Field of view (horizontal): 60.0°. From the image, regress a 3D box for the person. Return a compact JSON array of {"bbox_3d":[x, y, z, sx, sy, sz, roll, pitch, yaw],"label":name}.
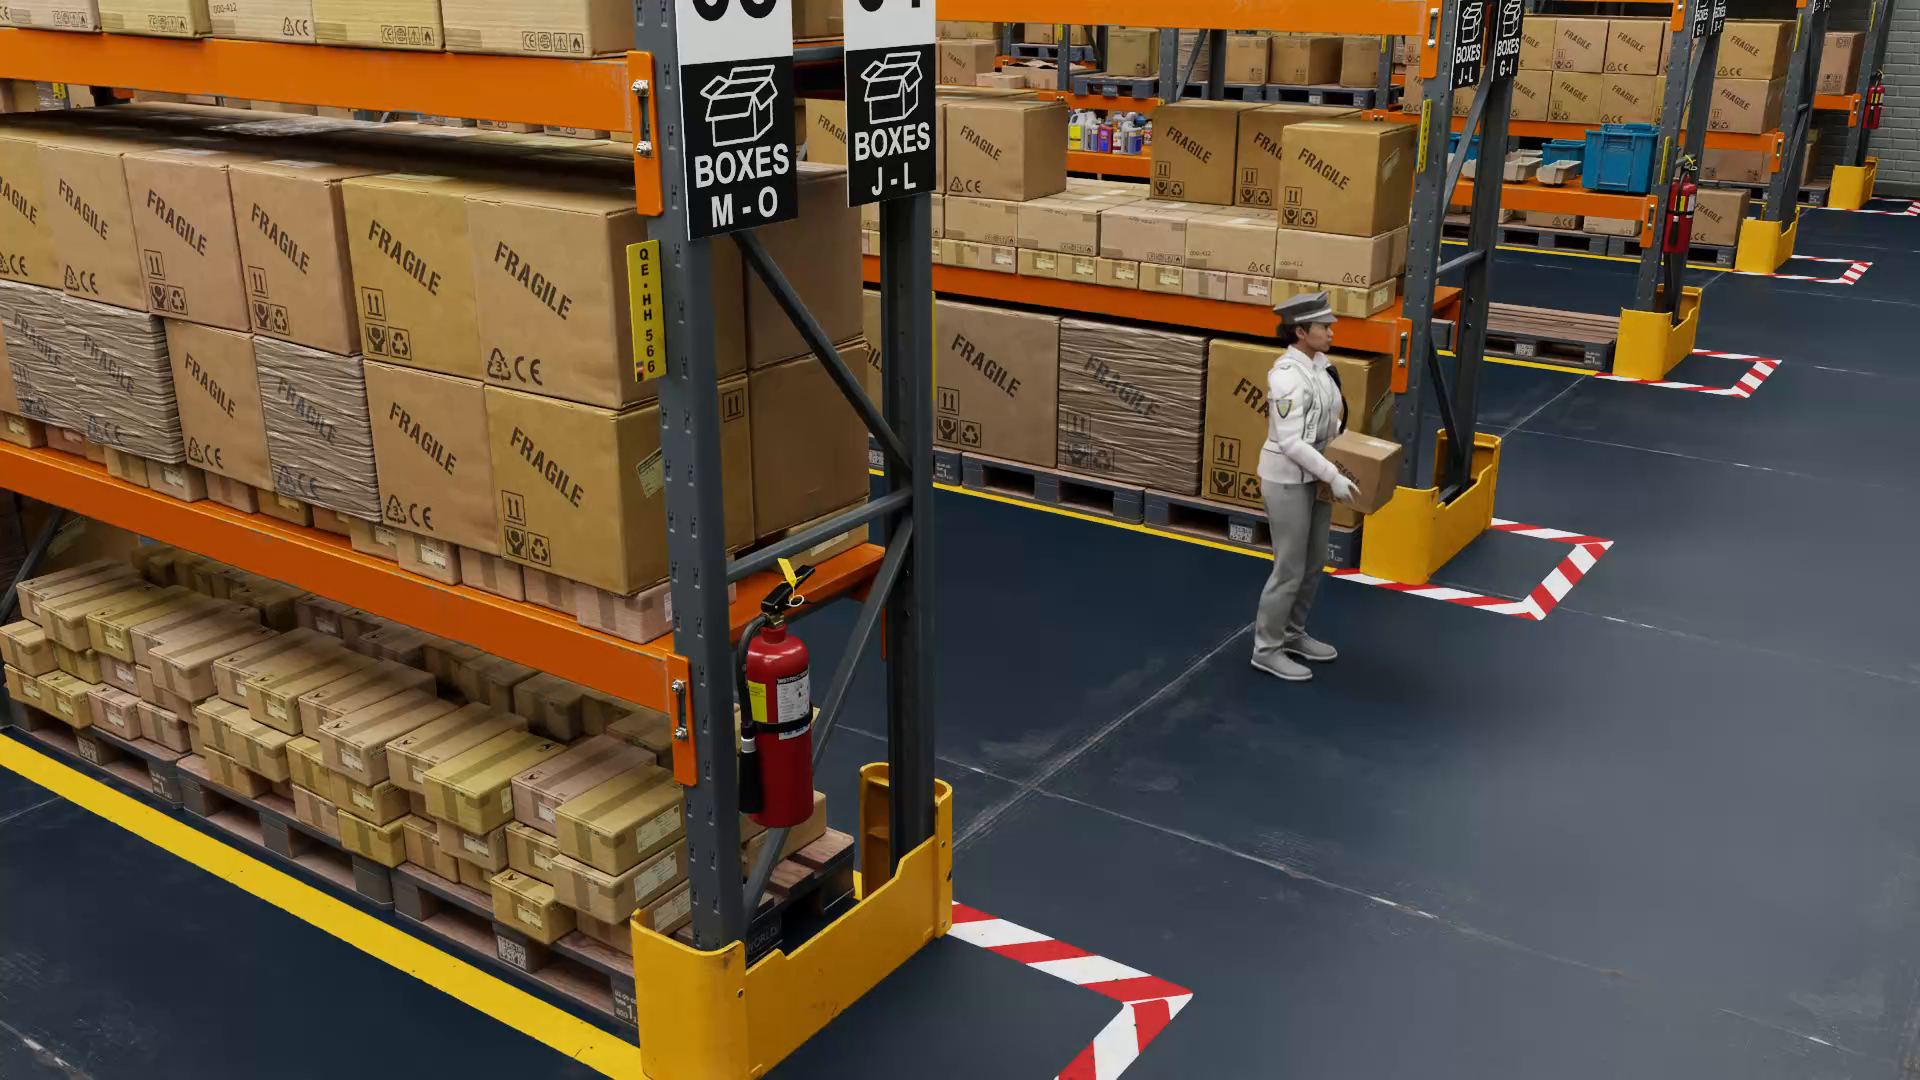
[{"bbox_3d":[1.537,-0.237,7.180,0.489,1.692,0.489,13,24,32],"label":"person"}]
